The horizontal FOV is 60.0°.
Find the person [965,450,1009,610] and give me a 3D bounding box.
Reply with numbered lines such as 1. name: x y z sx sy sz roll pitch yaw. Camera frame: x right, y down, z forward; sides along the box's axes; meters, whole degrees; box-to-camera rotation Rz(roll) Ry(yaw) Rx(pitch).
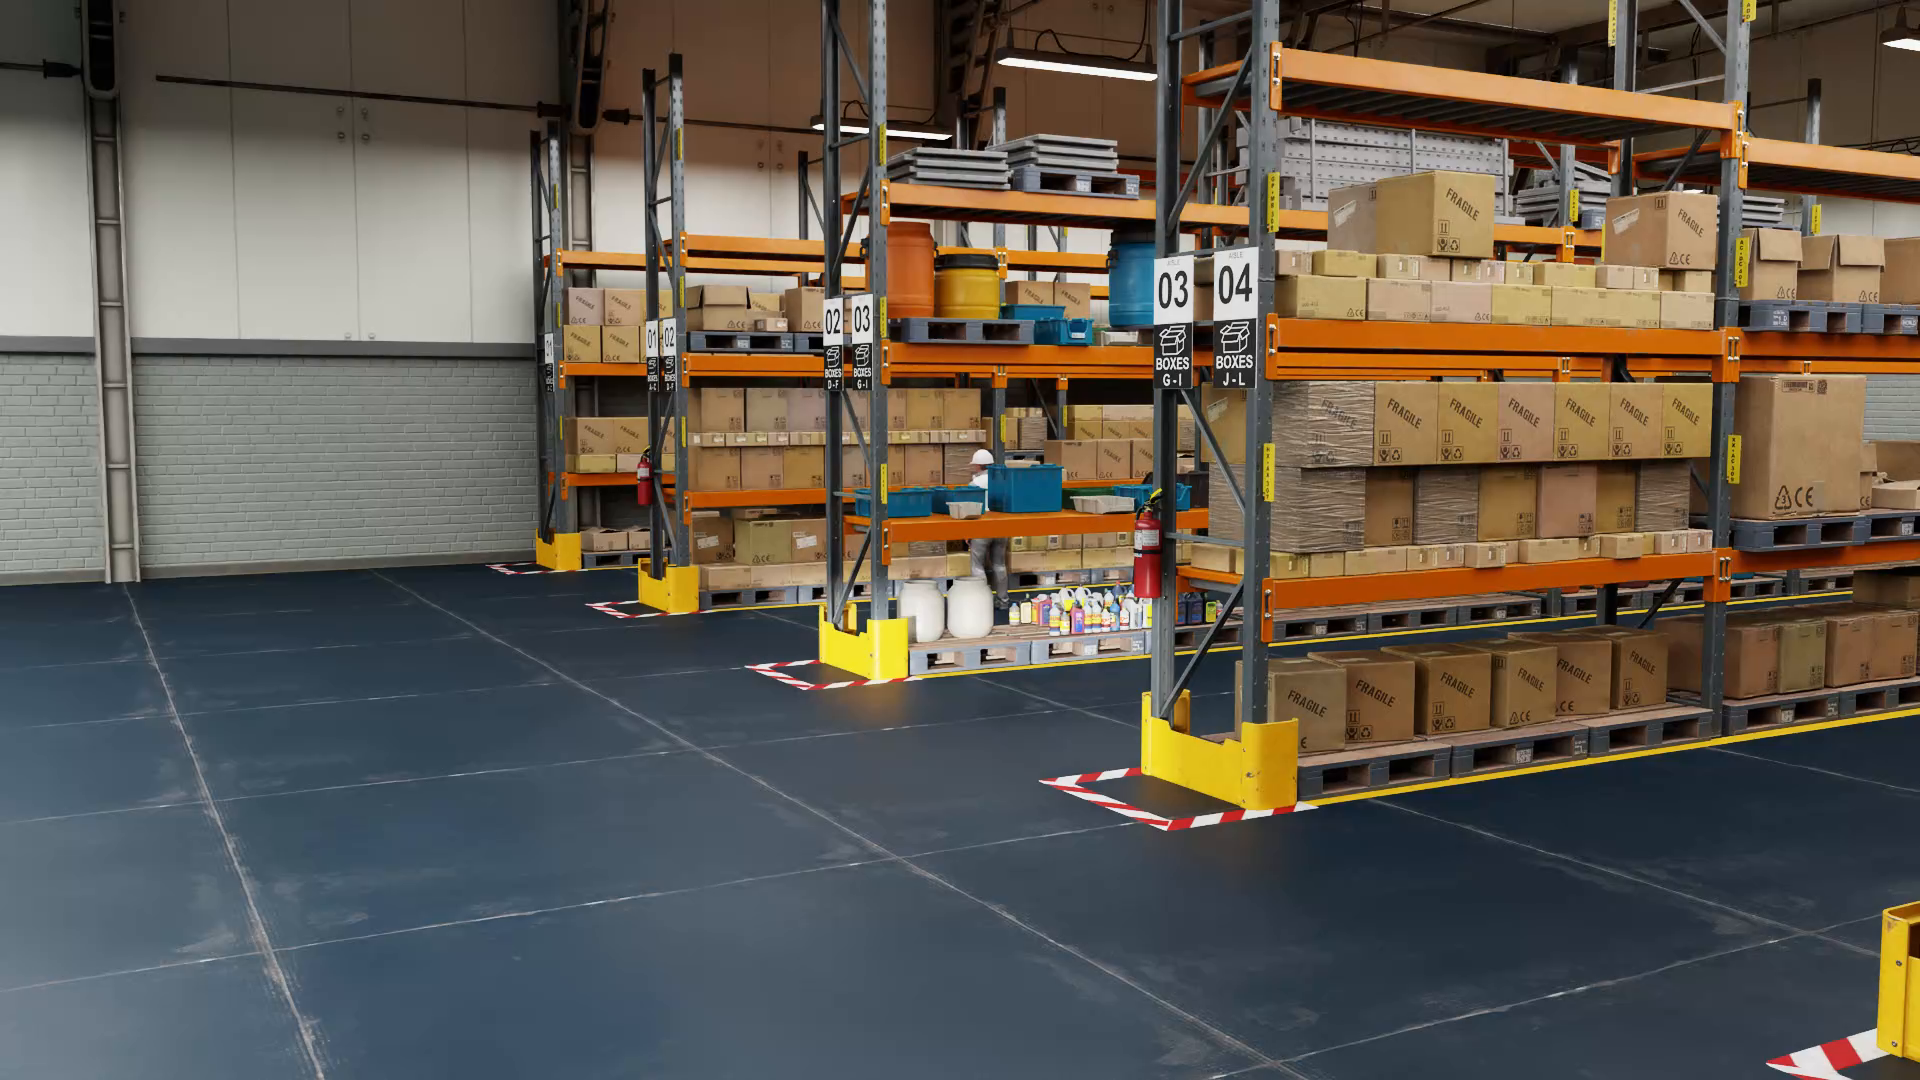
1. person: 0.302 -0.107 18.333 0.593 1.769 0.462 -3 6 -32
